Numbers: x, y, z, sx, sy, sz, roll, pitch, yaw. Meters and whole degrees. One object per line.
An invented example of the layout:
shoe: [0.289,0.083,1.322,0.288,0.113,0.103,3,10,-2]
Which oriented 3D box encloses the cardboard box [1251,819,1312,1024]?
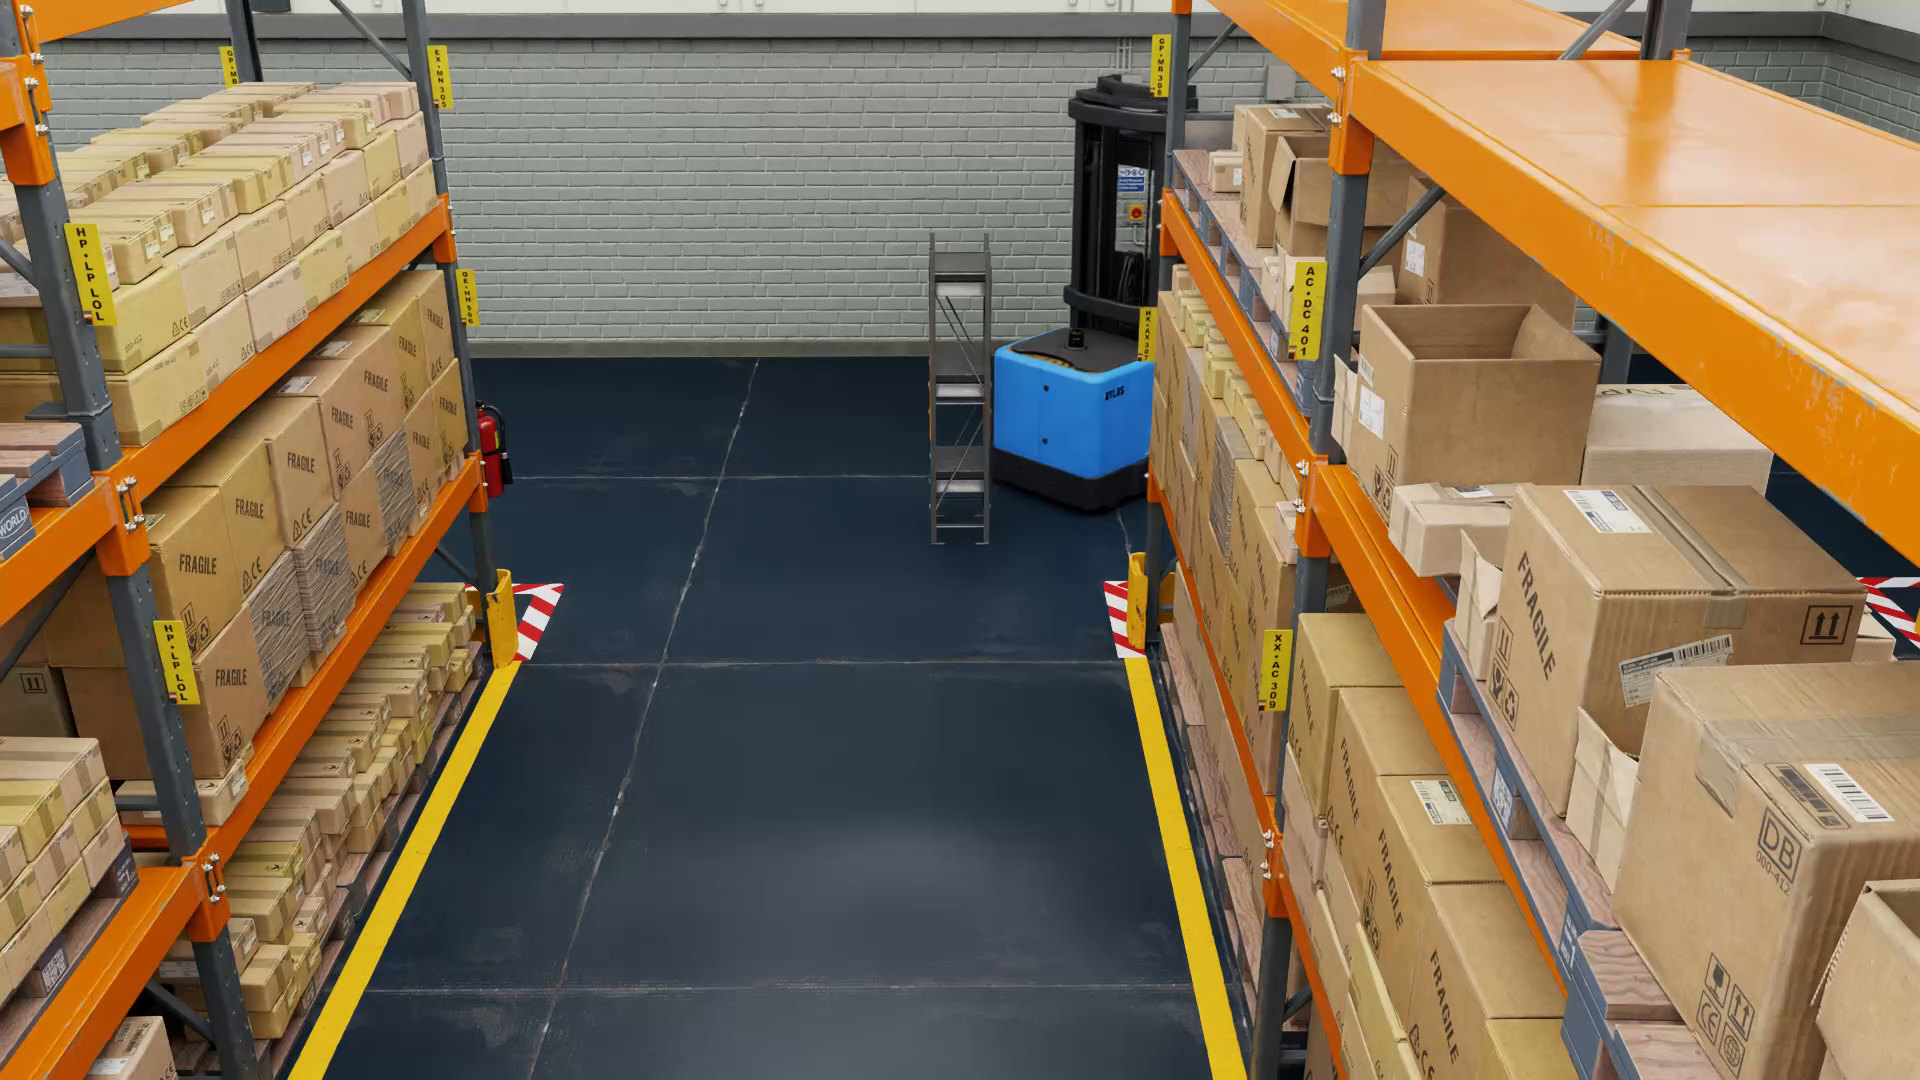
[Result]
cardboard box: [1.780,1.611,7.148,0.875,0.438,0.875,-1,24,-1]

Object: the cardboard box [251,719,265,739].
cardboard box: [-3.077,0.738,6.782,0.380,0.149,0.250,-1,24,-3]

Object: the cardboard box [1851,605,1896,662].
cardboard box: [1.850,0.221,3.756,0.380,0.166,0.250,2,24,4]

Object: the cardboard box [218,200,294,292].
cardboard box: [-3.026,-1.180,6.655,0.500,0.250,0.500,0,24,0]

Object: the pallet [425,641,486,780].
pallet: [-3.338,0.946,9.401,1.003,0.211,1.213,0,24,-1]

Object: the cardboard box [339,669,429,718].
cardboard box: [-2.980,0.790,8.590,0.380,0.149,0.250,1,24,1]

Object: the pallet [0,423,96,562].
pallet: [-3.369,-0.068,4.849,1.213,0.211,1.003,0,24,-1]

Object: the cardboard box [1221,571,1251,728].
cardboard box: [1.408,0.446,7.002,0.500,0.500,0.500,-1,24,-2]

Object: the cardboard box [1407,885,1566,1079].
cardboard box: [1.445,1.205,4.112,0.500,0.500,0.500,-1,24,-1]

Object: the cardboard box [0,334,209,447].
cardboard box: [-3.010,-0.533,5.829,0.500,0.250,0.500,1,24,2]

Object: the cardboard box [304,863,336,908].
cardboard box: [-3.062,1.598,7.527,0.380,0.149,0.250,-1,24,-2]

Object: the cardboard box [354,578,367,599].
cardboard box: [-3.081,0.198,7.978,0.380,0.149,0.250,0,24,0]

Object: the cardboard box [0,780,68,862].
cardboard box: [-3.065,0.885,5.226,0.380,0.149,0.250,-1,24,-2]

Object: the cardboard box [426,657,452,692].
cardboard box: [-3.014,0.712,9.125,0.380,0.149,0.250,-1,24,-3]

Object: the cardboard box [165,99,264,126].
cardboard box: [-3.622,-2.047,8.086,0.380,0.149,0.250,0,24,-1]

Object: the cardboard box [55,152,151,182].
cardboard box: [-3.609,-1.515,6.911,0.380,0.149,0.250,-1,24,-1]

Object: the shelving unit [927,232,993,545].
shelving unit: [-0.002,-1.025,11.468,0.431,2.100,0.503,0,24,-1]

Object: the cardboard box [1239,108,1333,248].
cardboard box: [1.508,-1.572,7.194,0.500,0.500,0.500,0,24,0]

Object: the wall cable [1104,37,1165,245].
wall cable: [1.551,-3.555,14.699,0.585,1.953,0.123,0,24,-1]

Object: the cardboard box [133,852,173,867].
cardboard box: [-3.585,1.441,7.151,0.380,0.149,0.250,0,24,-1]

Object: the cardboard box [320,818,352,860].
cardboard box: [-3.064,1.350,7.713,0.380,0.149,0.250,1,24,2]

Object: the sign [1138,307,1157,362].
sign: [1.081,-1.185,9.583,0.100,0.325,0.005,0,24,-1]

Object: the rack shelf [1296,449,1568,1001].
rack shelf: [1.702,0.679,3.841,1.077,0.370,4.000,0,24,-1]

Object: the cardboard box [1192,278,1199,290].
cardboard box: [1.437,-1.296,8.853,0.380,0.149,0.250,0,24,1]

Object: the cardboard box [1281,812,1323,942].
cardboard box: [1.421,1.145,5.761,0.500,0.250,0.500,-1,24,-2]

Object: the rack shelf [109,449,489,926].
rack shelf: [-3.291,0.461,7.963,1.077,0.370,4.000,0,24,-1]

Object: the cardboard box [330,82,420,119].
cardboard box: [-3.015,-2.263,8.564,0.380,0.149,0.250,0,24,-1]

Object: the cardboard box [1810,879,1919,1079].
cardboard box: [1.568,0.782,2.105,0.797,0.503,0.637,-2,24,-4]

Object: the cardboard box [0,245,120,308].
cardboard box: [-3.030,-0.871,5.487,0.380,0.149,0.250,-1,24,-2]

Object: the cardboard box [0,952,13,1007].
cardboard box: [-3.060,1.357,4.905,0.380,0.149,0.250,-1,24,-3]

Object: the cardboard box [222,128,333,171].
cardboard box: [-3.033,-1.735,7.397,0.380,0.149,0.250,0,24,1]

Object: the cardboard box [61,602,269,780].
cardboard box: [-3.022,0.572,6.364,0.500,0.500,0.500,-1,24,-2]

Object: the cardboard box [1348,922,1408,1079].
cardboard box: [1.415,1.340,4.723,0.500,0.250,0.500,0,24,0]

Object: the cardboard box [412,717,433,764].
cardboard box: [-2.996,1.054,8.729,0.380,0.149,0.250,-1,24,-3]

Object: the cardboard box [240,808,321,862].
cardboard box: [-3.087,1.326,7.405,0.380,0.149,0.250,-1,24,-2]

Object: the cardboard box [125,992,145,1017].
cardboard box: [-3.614,1.905,6.847,0.380,0.149,0.250,0,24,0]

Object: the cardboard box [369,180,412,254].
cardboard box: [-3.030,-1.592,8.173,0.500,0.250,0.500,0,24,0]

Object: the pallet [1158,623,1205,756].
pallet: [1.723,0.845,9.625,1.003,0.211,1.213,0,24,-1]

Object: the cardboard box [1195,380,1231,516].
cardboard box: [1.389,-0.426,7.717,0.500,0.500,0.500,0,24,0]

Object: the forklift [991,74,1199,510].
forklift: [1.624,-2.070,12.770,1.130,2.935,3.031,22,32,39]

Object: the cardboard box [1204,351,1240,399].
cardboard box: [1.338,-0.764,7.678,0.380,0.149,0.250,-1,24,-2]

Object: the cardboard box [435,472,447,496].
cardboard box: [-3.061,-0.340,9.167,0.380,0.149,0.250,0,24,-1]

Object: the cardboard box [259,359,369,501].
cardboard box: [-3.030,-0.499,7.517,0.500,0.500,0.500,-1,24,-2]

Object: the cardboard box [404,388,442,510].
cardboard box: [-3.050,-0.475,8.679,0.500,0.500,0.500,-1,24,-1]

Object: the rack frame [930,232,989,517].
rack frame: [-0.004,-1.125,11.690,0.400,2.100,0.015,0,24,-1]

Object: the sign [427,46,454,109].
sign: [-2.757,-2.455,8.823,0.100,0.325,0.005,0,24,-1]

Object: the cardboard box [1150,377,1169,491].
cardboard box: [1.354,-0.601,9.317,0.500,0.500,0.500,0,24,-1]

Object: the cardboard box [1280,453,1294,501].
cardboard box: [1.471,-0.240,6.519,0.380,0.149,0.250,0,24,0]

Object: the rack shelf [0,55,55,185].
rack shelf: [-3.247,-0.442,3.164,1.077,0.370,4.000,0,24,-1]

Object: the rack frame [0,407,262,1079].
rack frame: [-3.269,0.958,5.992,1.000,3.000,0.127,0,24,-1]
